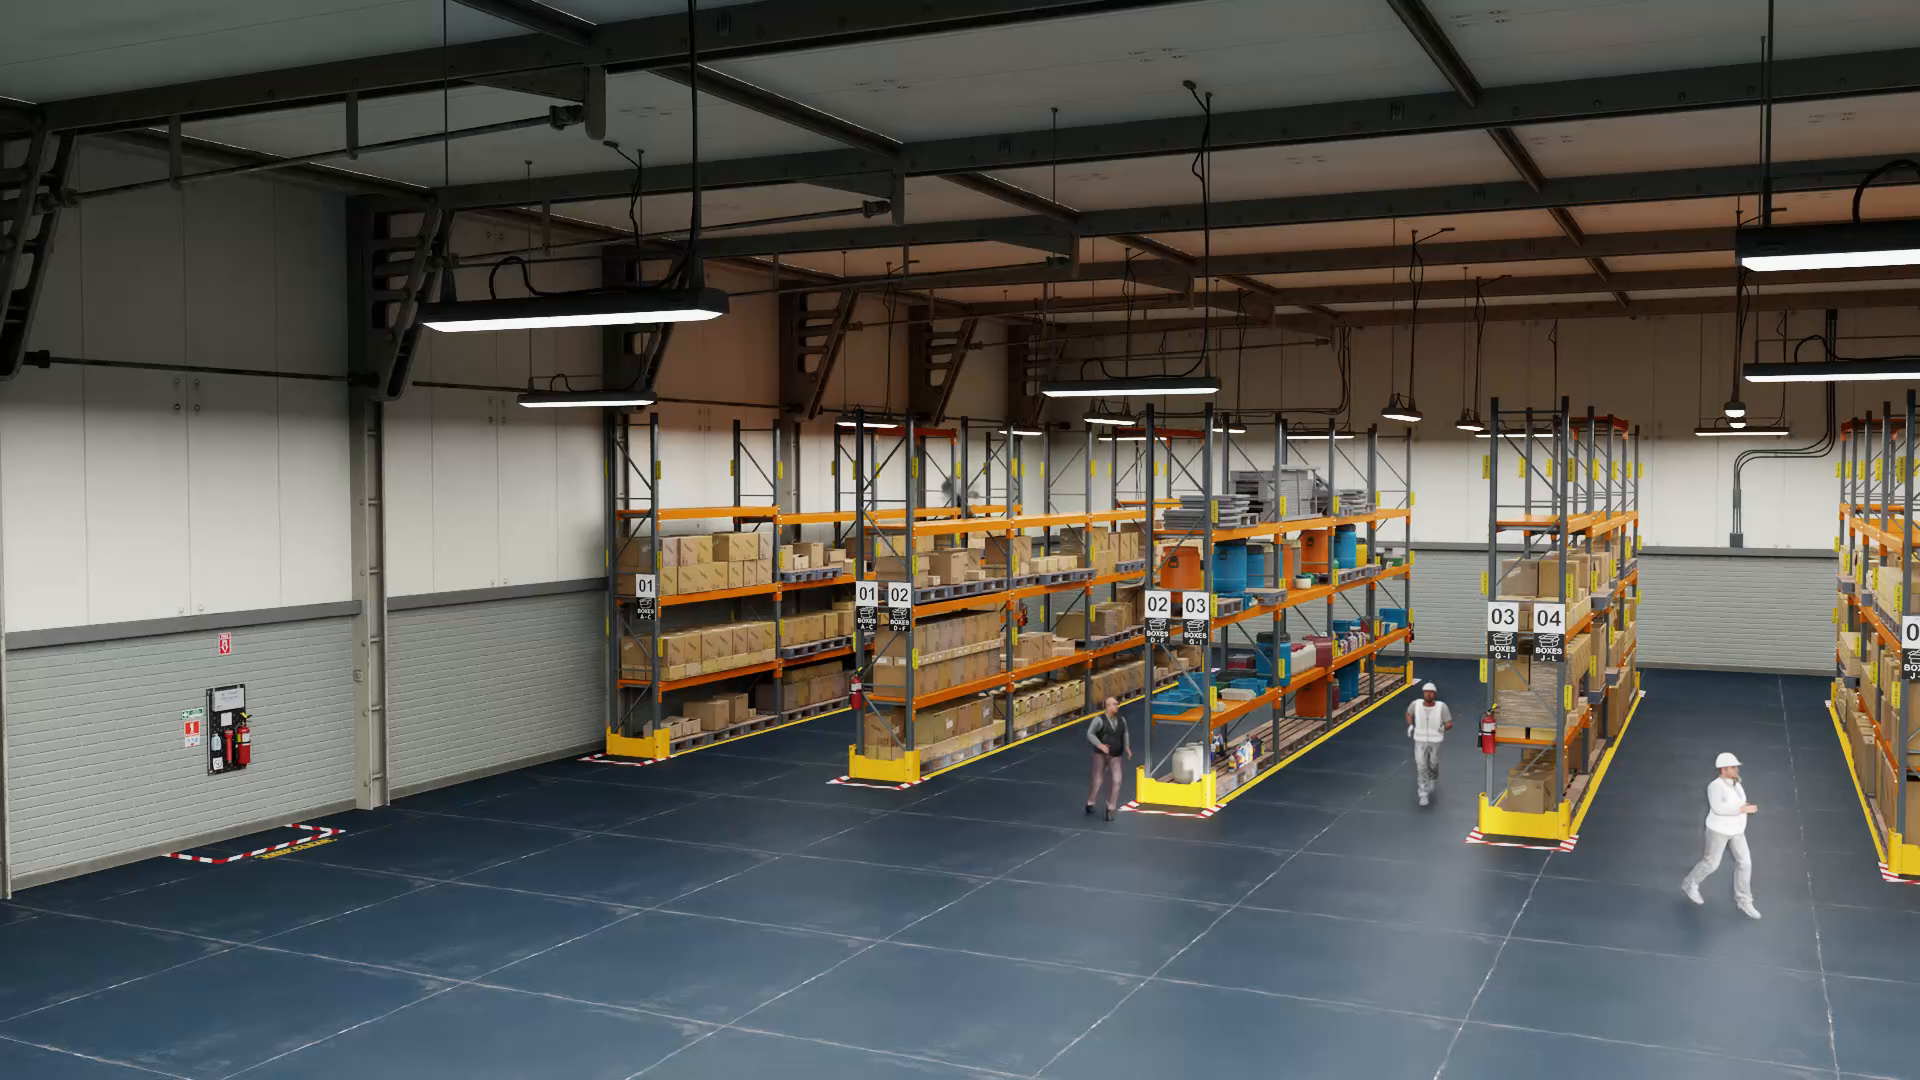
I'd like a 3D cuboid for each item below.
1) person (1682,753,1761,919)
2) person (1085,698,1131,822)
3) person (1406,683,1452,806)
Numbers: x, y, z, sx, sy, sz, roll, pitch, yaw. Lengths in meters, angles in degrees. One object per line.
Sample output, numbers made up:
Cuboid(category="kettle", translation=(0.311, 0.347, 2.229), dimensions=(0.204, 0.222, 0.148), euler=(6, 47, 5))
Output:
Cuboid(category="person", translation=(8.625, 3.303, 18.812), dimensions=(0.635, 1.807, 0.899), euler=(-1, 3, -31))
Cuboid(category="person", translation=(2.166, 3.075, 23.963), dimensions=(0.699, 1.592, 0.702), euler=(-1, 2, -13))
Cuboid(category="person", translation=(7.069, 3.046, 25.092), dimensions=(0.682, 1.791, 0.987), euler=(1, 3, 17))
